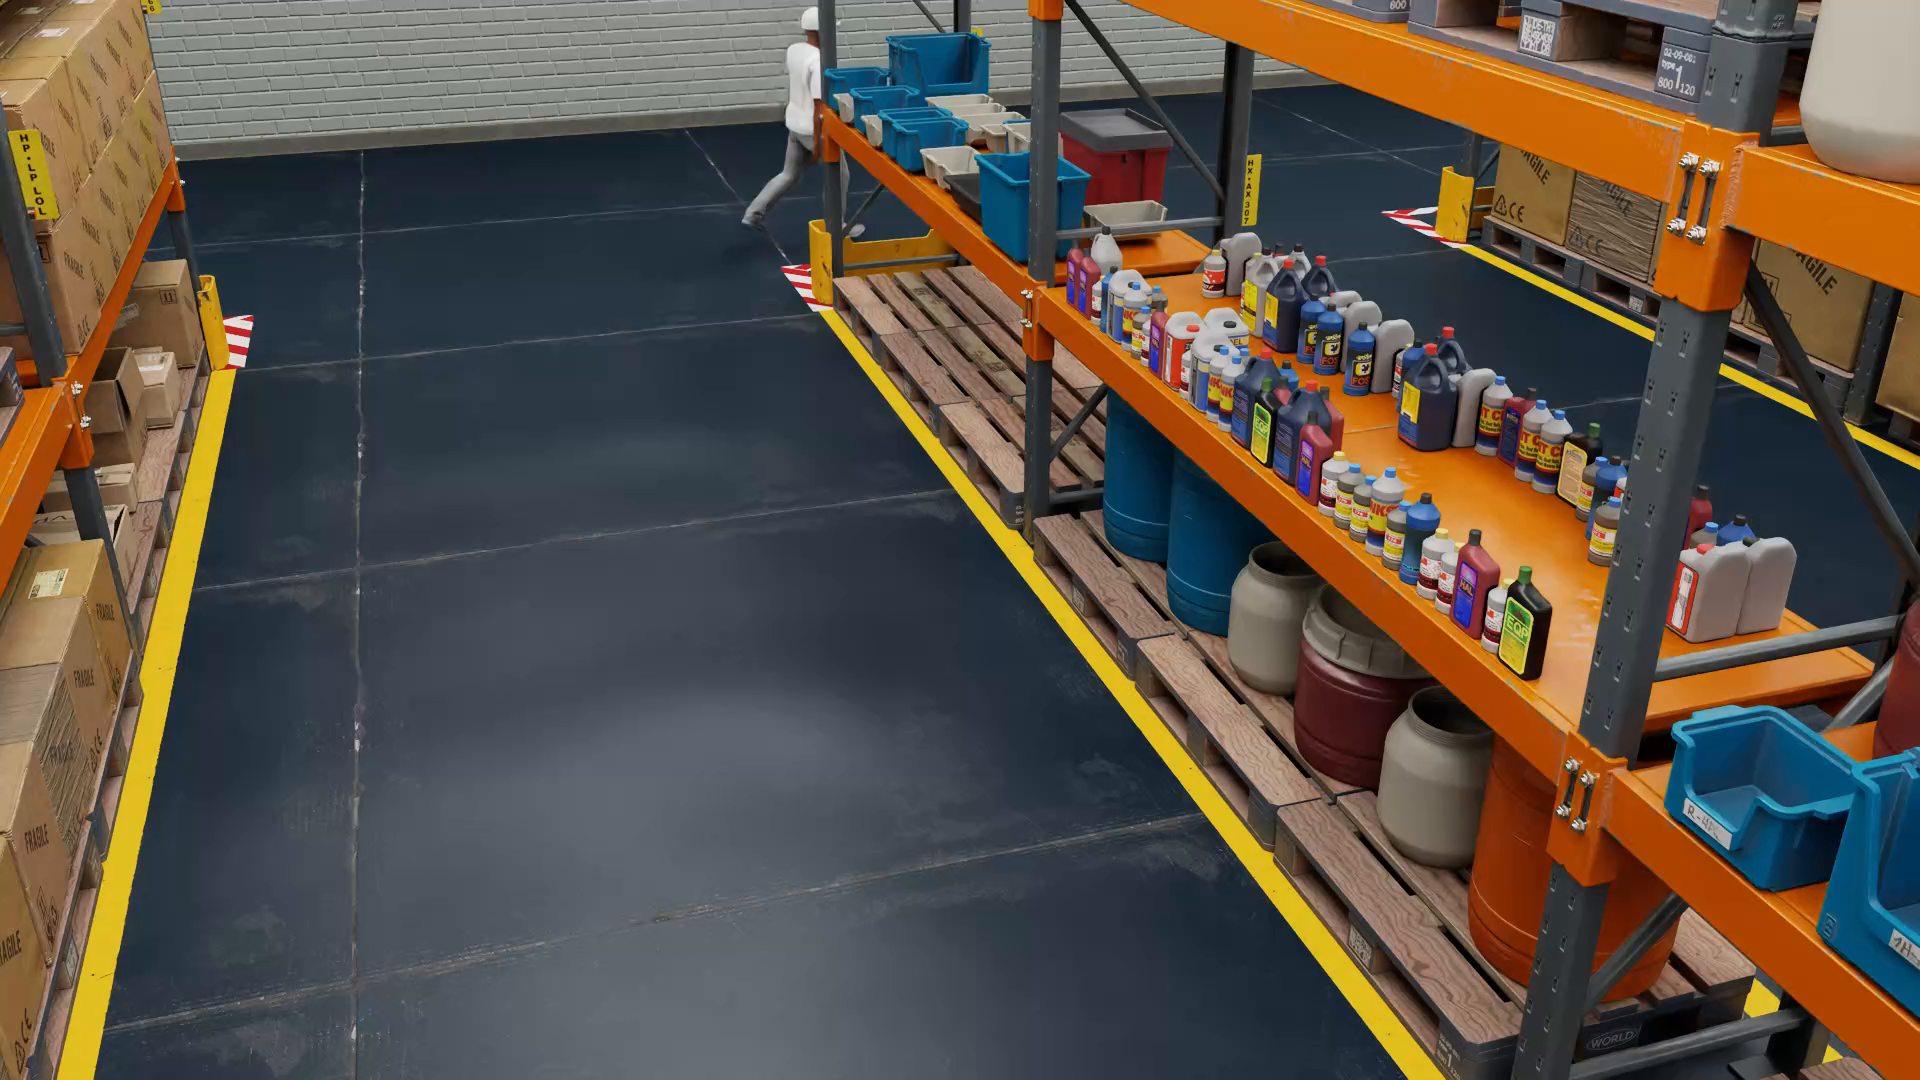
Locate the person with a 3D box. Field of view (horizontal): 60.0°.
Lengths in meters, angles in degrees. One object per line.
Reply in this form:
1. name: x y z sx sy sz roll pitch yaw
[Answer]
1. person: -1.150 -3.019 12.244 0.930 1.741 0.628 -15 30 -28
